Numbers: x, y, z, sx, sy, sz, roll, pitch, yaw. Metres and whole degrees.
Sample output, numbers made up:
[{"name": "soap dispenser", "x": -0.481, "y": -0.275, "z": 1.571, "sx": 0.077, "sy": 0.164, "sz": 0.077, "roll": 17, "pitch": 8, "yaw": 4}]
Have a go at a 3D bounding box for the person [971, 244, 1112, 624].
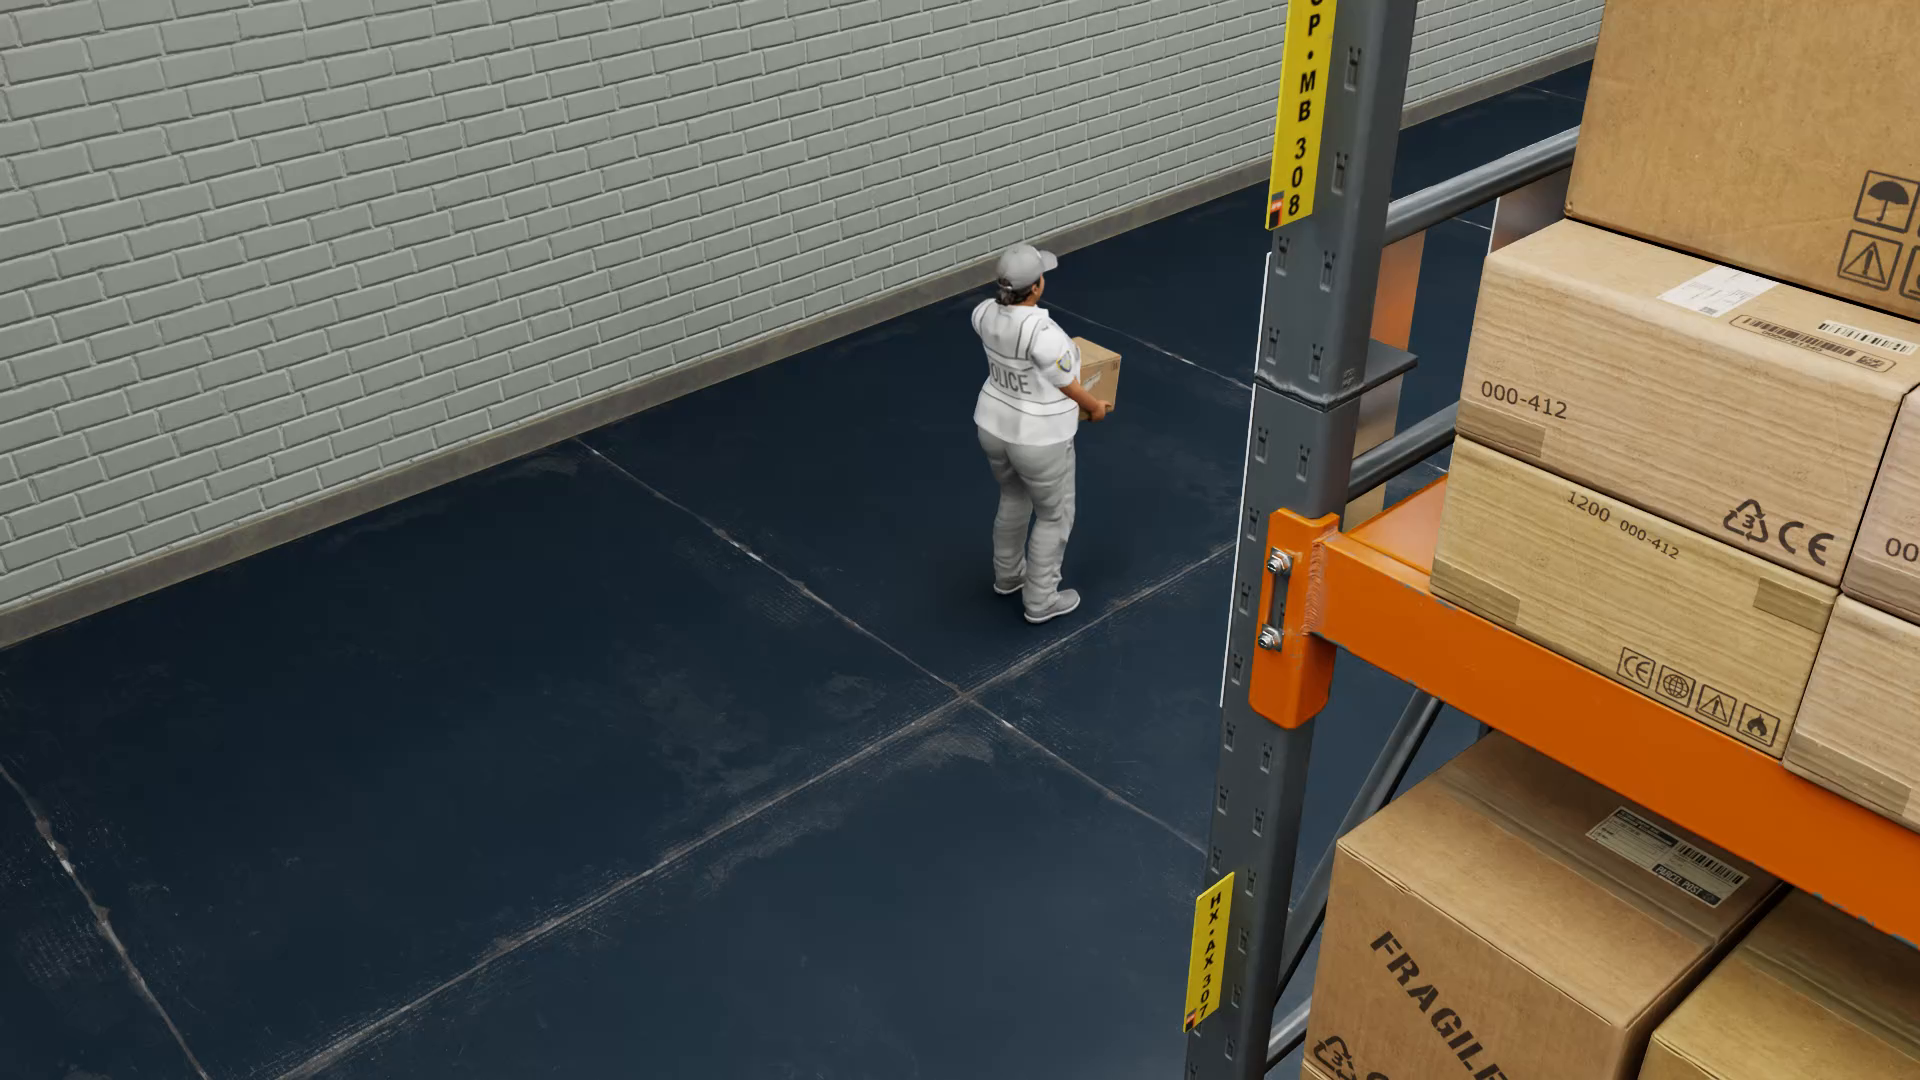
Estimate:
[{"name": "person", "x": 0.335, "y": -0.464, "z": 6.888, "sx": 0.541, "sy": 1.656, "sz": 0.455, "roll": -25, "pitch": 40, "yaw": -34}]
